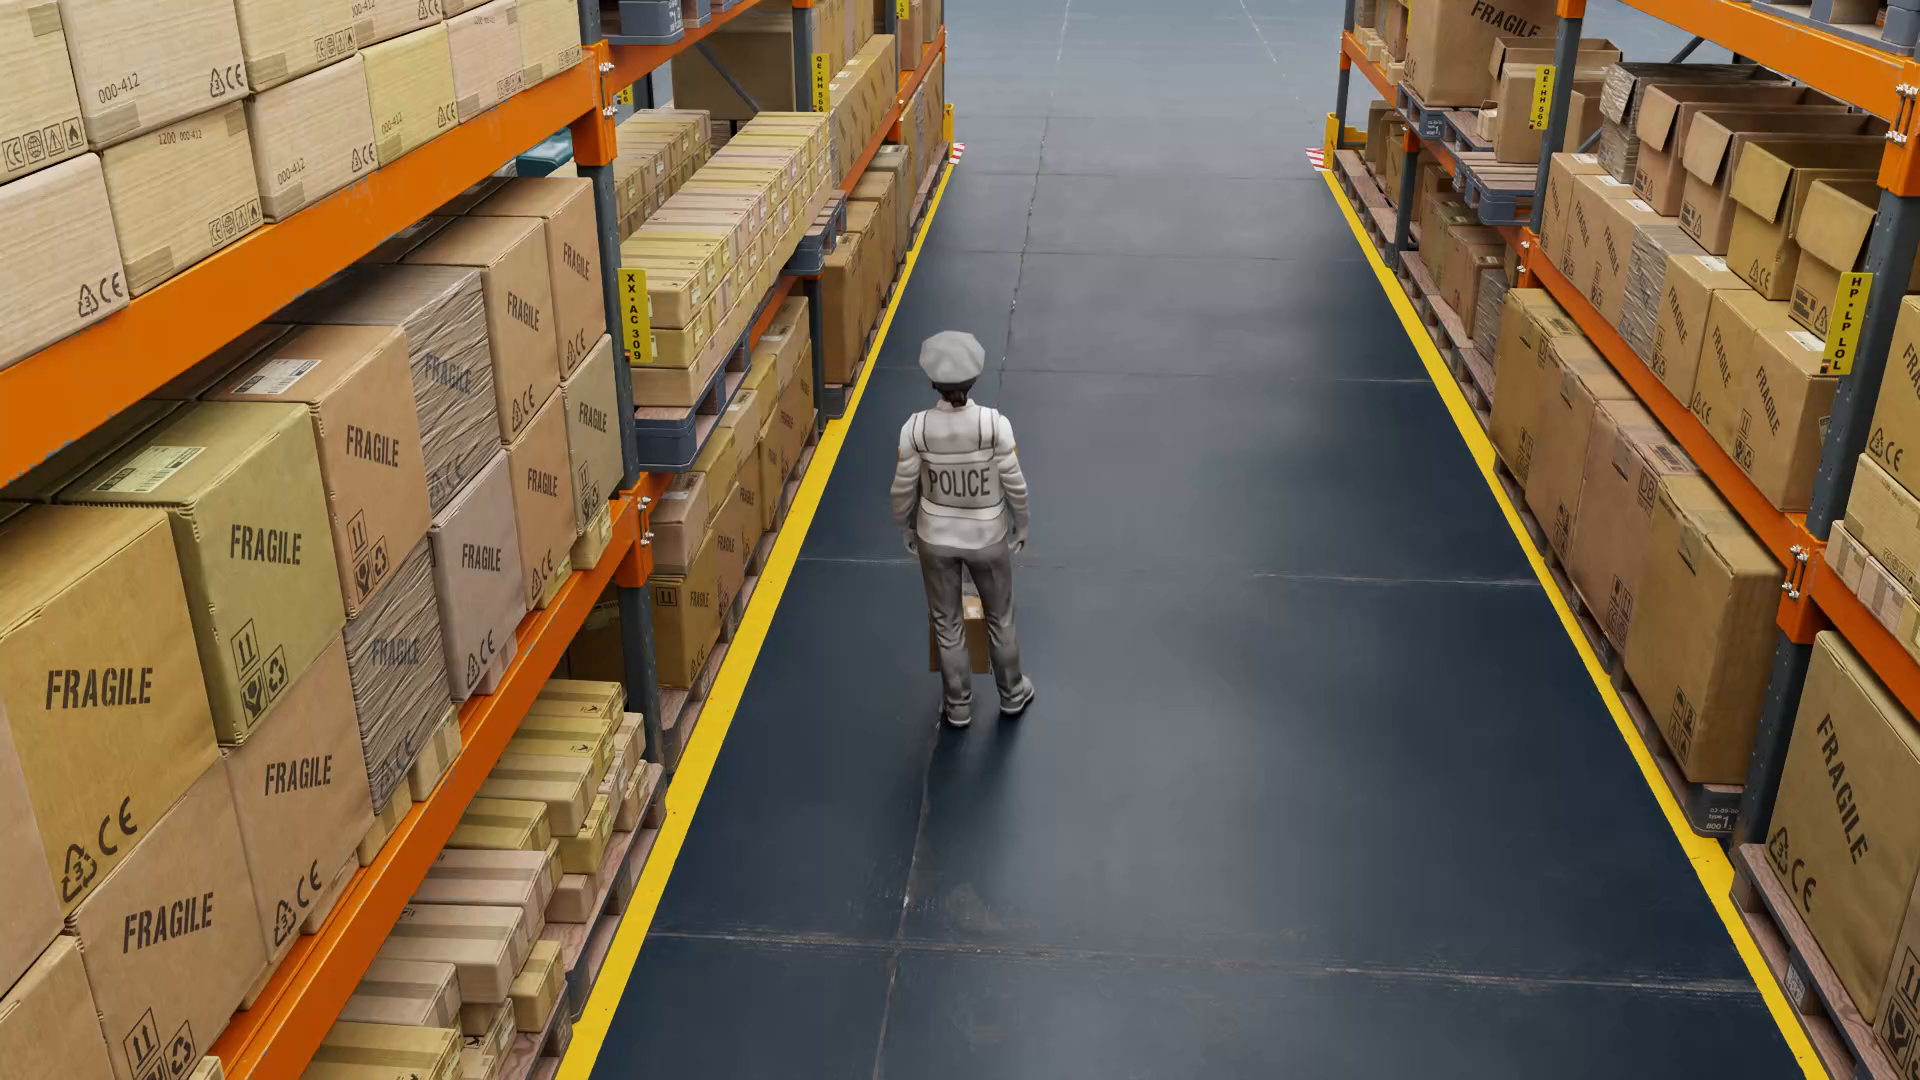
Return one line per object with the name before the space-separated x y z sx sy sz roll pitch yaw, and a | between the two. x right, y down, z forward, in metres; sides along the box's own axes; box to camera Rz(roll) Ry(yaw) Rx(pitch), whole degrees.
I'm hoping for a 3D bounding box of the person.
person | 0.019 -0.040 6.629 0.568 1.696 0.539 2 25 4
